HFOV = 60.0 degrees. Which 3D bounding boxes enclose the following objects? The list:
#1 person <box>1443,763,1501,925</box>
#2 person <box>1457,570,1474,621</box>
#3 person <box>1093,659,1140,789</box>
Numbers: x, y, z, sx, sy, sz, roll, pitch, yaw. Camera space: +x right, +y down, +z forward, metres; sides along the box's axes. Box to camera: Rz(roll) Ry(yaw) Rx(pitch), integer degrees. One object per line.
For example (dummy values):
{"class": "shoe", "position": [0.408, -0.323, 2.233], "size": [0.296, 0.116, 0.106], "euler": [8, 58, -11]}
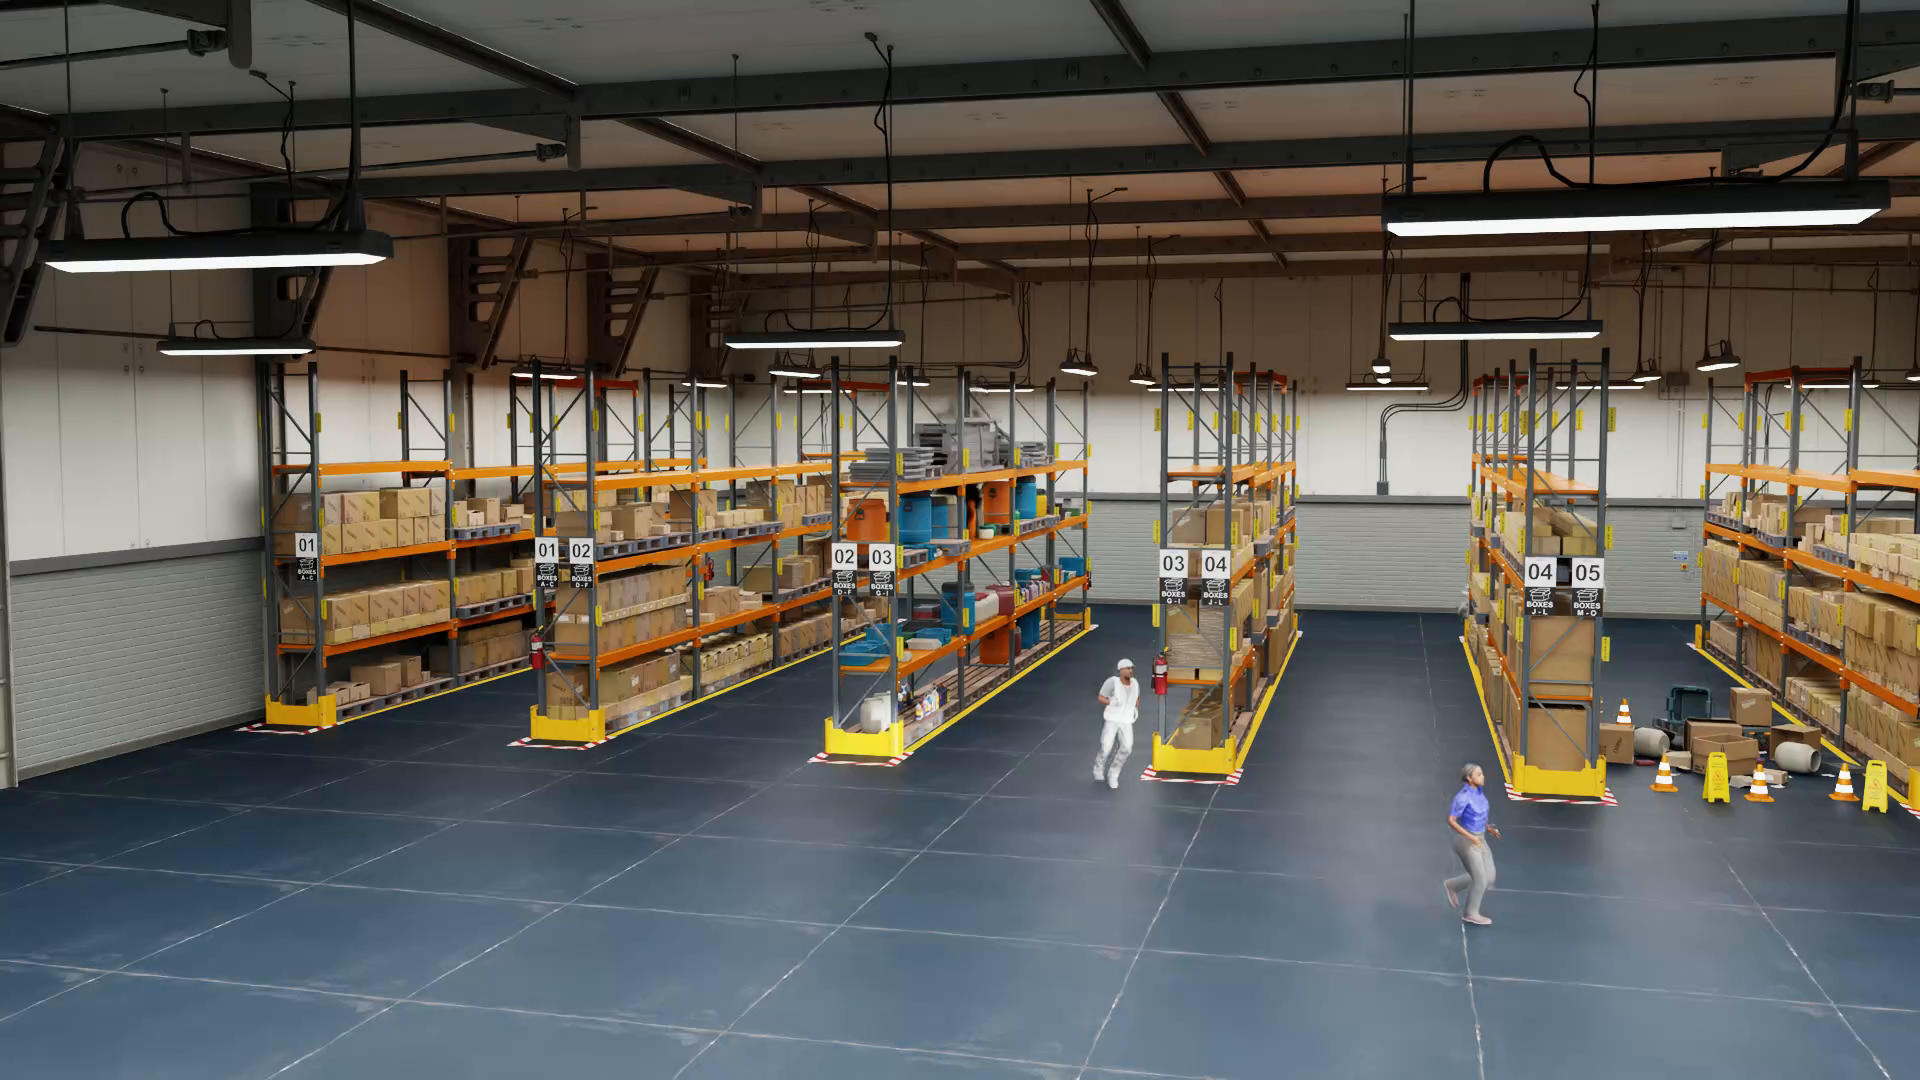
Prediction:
{"class": "person", "position": [5.080, 3.027, 16.649], "size": [0.581, 1.609, 0.562], "euler": [4, 6, 43]}
{"class": "person", "position": [12.006, 1.443, 39.168], "size": [0.528, 1.647, 0.616], "euler": [0, 4, 5]}
{"class": "person", "position": [2.228, 2.526, 22.932], "size": [0.686, 1.783, 0.693], "euler": [-1, 4, -13]}
